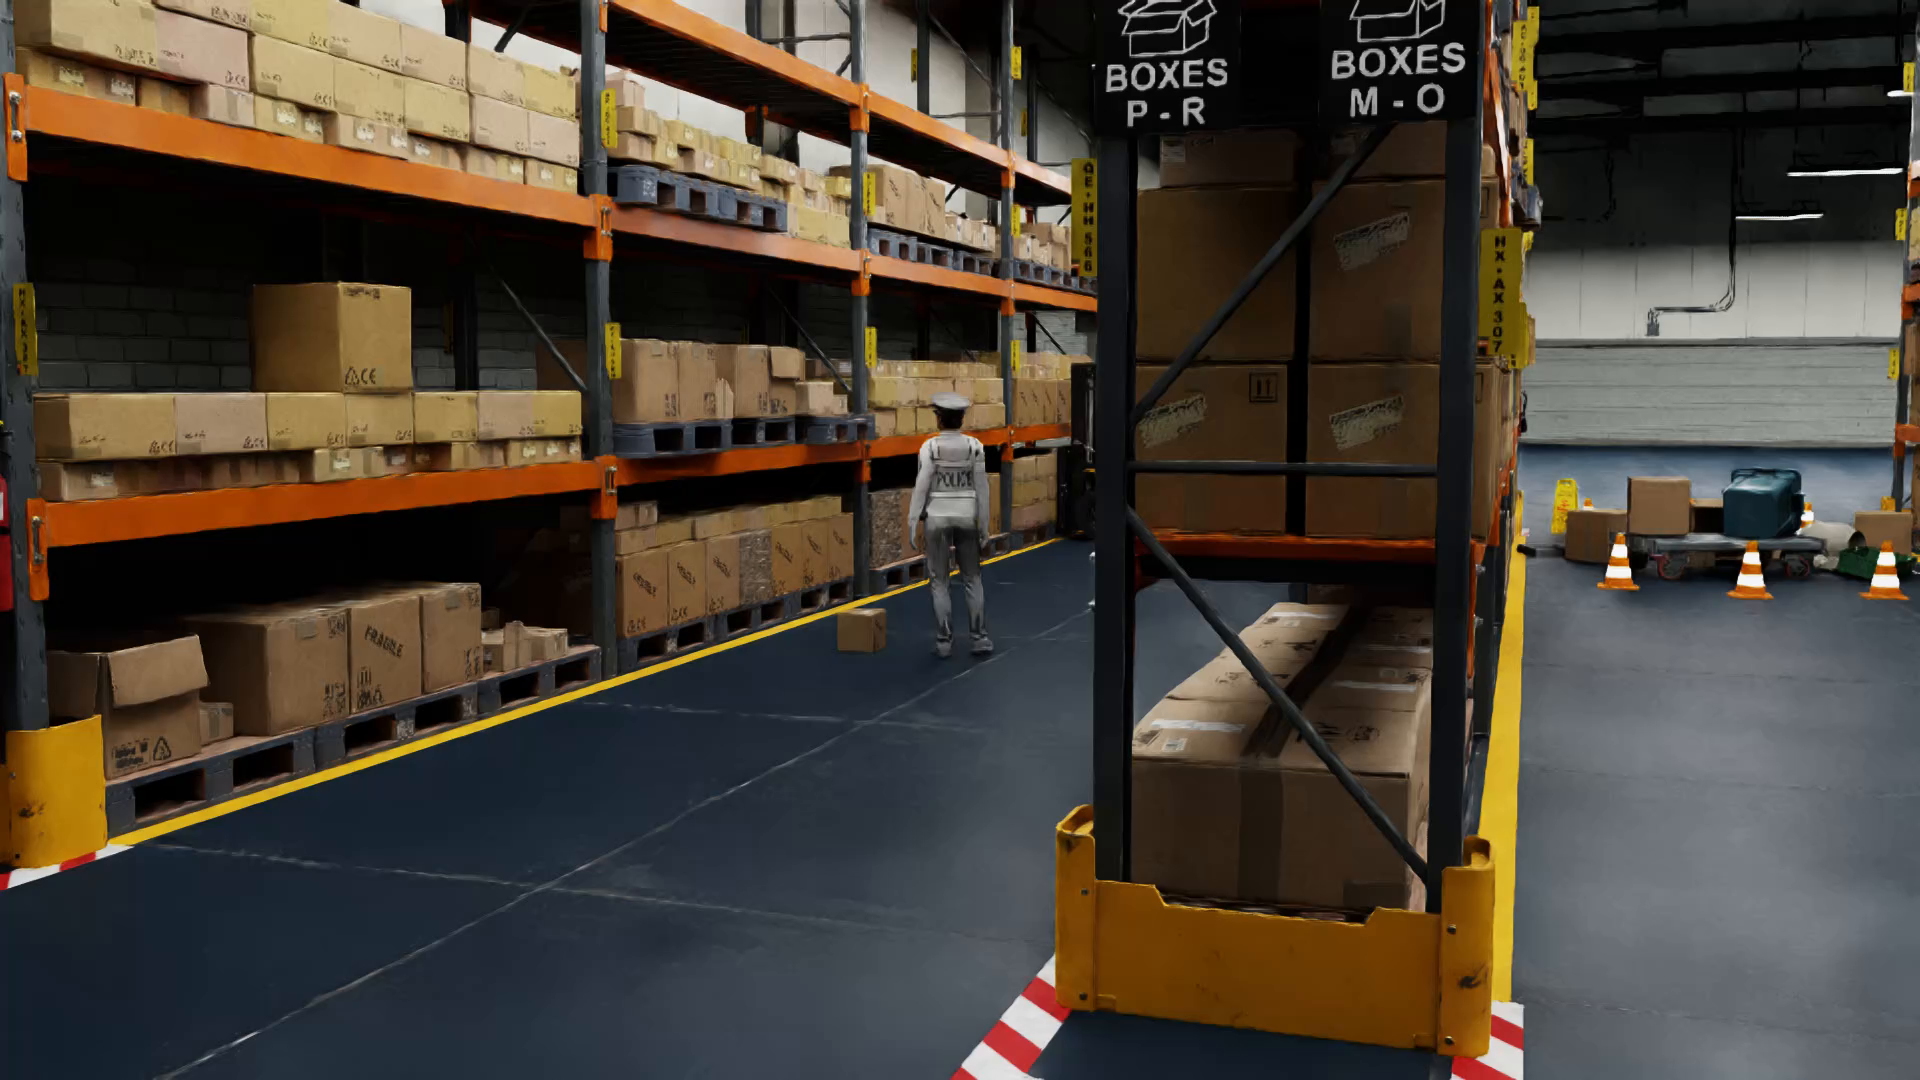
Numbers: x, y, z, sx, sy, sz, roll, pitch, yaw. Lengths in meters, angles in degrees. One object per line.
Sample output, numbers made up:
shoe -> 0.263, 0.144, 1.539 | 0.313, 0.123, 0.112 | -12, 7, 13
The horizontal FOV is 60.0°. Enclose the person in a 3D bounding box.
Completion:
person -> 3.724, -0.499, 12.172 | 8.731, 2.202, 0.748 | -2, 6, -19
